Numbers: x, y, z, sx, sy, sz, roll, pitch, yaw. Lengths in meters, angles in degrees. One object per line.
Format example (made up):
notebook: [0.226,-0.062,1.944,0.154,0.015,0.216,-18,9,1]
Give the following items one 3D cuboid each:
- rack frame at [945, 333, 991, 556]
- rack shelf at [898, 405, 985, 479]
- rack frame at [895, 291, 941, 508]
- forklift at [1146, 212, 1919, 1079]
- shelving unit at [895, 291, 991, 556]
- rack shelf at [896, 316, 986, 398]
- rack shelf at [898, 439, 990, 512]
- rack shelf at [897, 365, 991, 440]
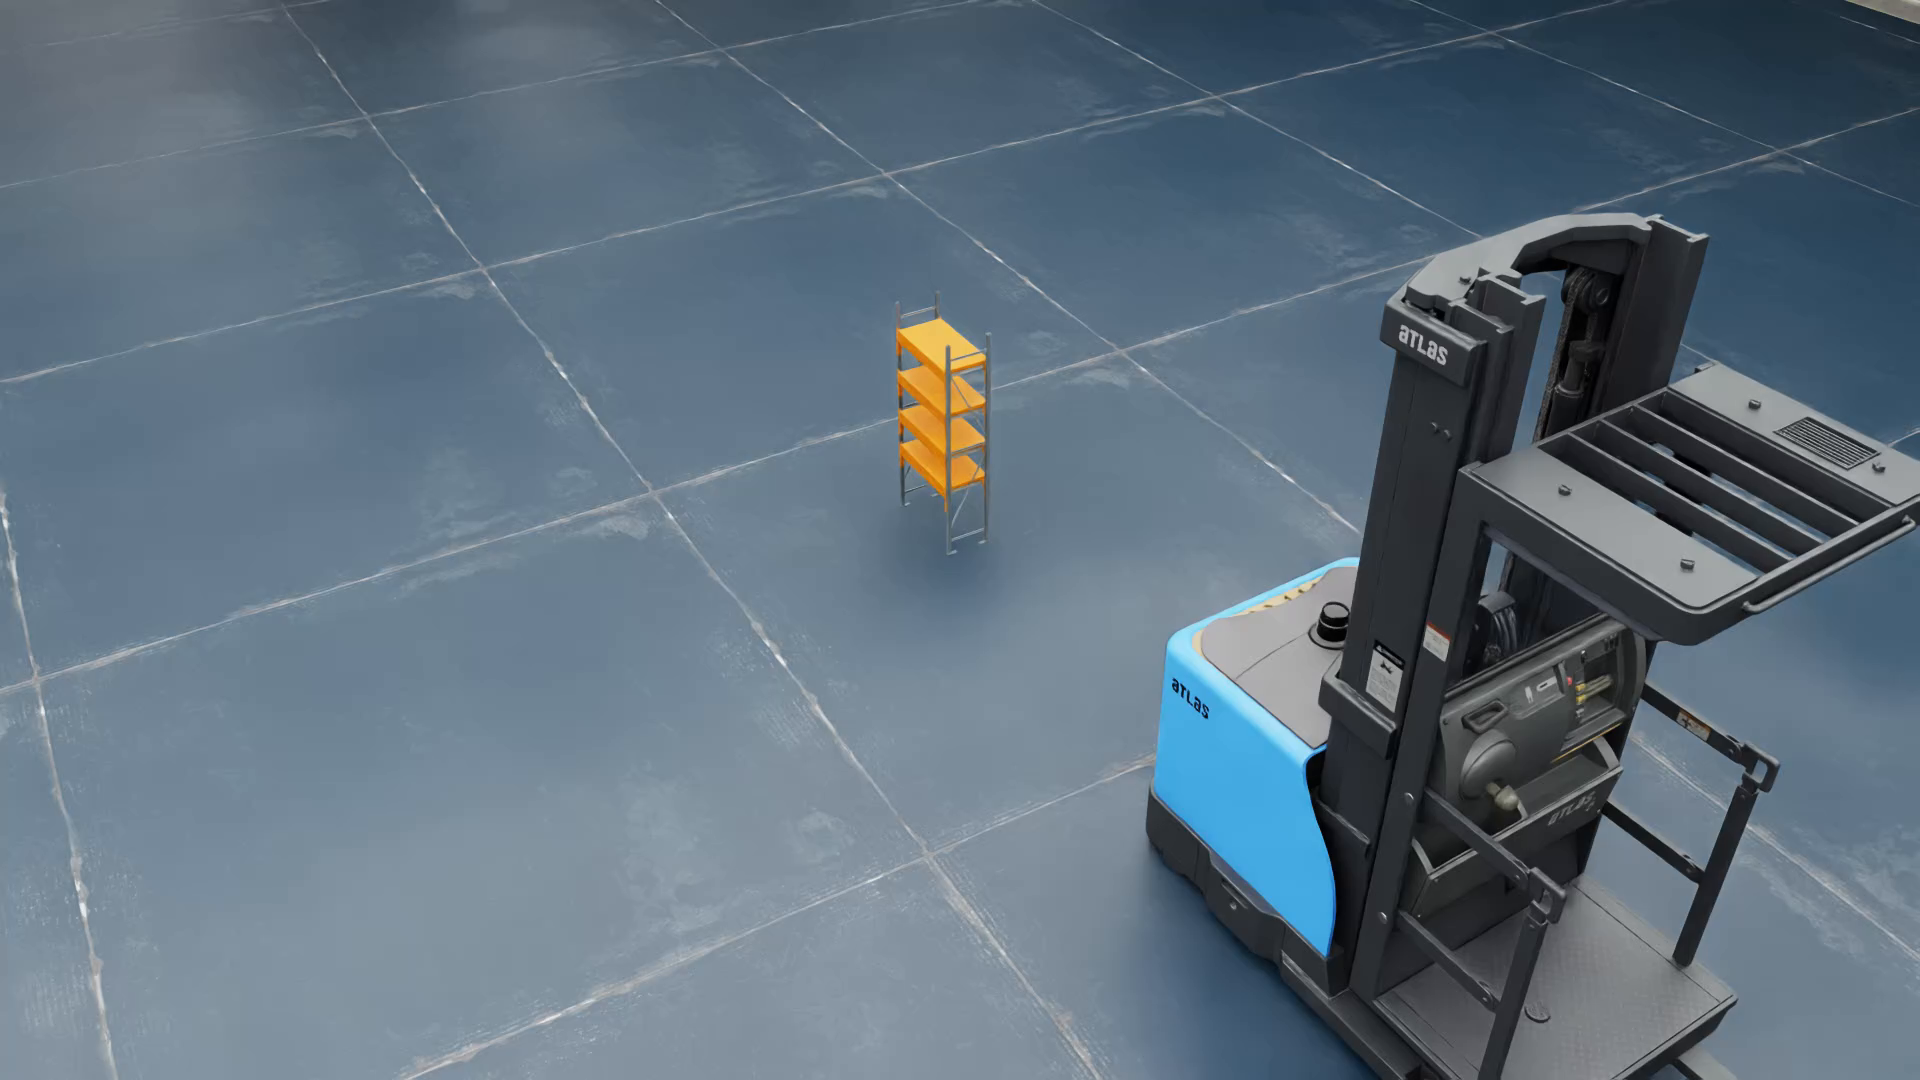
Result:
rack frame: [0.039,-0.445,8.069,0.240,1.200,0.015,-19,40,-24]
rack shelf: [-0.083,-0.515,8.279,0.258,0.148,0.480,-19,40,-24]
rack frame: [-0.206,-0.693,8.409,0.240,1.200,0.015,-19,40,-24]
forklift: [1.976,0.613,5.154,1.130,2.935,3.031,-21,41,-26]
shelving unit: [-0.083,-0.569,8.239,0.258,1.200,0.503,-19,40,-24]
rack shelf: [-0.083,-0.886,8.007,0.258,0.148,0.480,-19,40,-24]
rack shelf: [-0.083,-0.354,8.396,0.258,0.148,0.480,-19,40,-24]
rack shelf: [-0.083,-0.695,8.147,0.258,0.148,0.480,-19,40,-24]
